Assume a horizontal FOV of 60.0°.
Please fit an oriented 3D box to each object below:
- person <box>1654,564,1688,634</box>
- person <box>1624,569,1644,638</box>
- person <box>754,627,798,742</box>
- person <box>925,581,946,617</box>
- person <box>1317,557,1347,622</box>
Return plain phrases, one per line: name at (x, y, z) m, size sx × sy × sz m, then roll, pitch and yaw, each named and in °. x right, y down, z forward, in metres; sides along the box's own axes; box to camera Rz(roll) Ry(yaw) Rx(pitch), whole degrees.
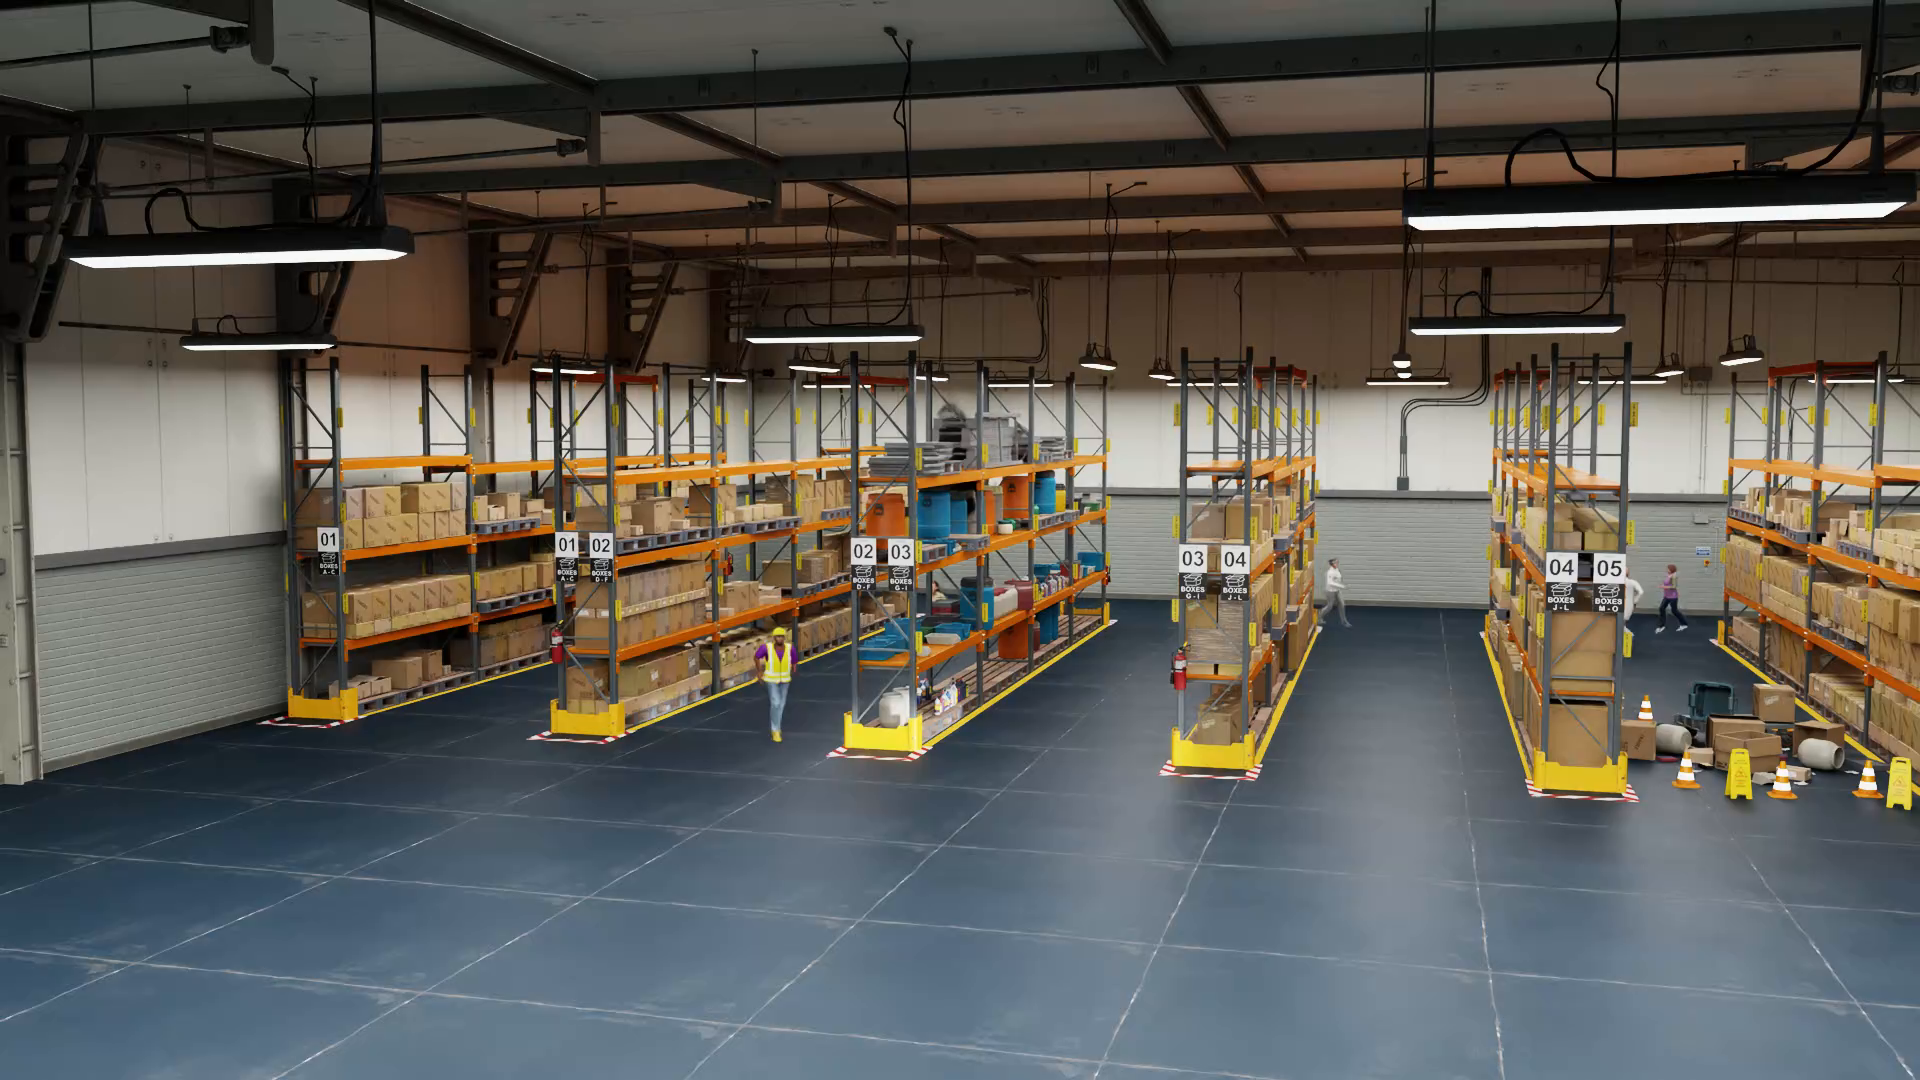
person at (16.524, 1.370, 38.564) m, size 0.755 × 1.643 × 0.527 m, roll 0°, pitch 4°, yaw -2°
person at (14.360, 1.482, 35.945) m, size 0.711 × 1.748 × 0.884 m, roll -1°, pitch 4°, yaw -7°
person at (-2.838, 2.246, 25.936) m, size 0.626 × 1.813 × 0.864 m, roll -2°, pitch 5°, yaw -27°
person at (-0.512, 1.596, 34.149) m, size 0.570 × 1.538 × 0.595 m, roll 2°, pitch 5°, yaw 22°
person at (8.891, 1.184, 39.769) m, size 0.758 × 1.568 × 0.635 m, roll 4°, pitch 6°, yaw 41°
